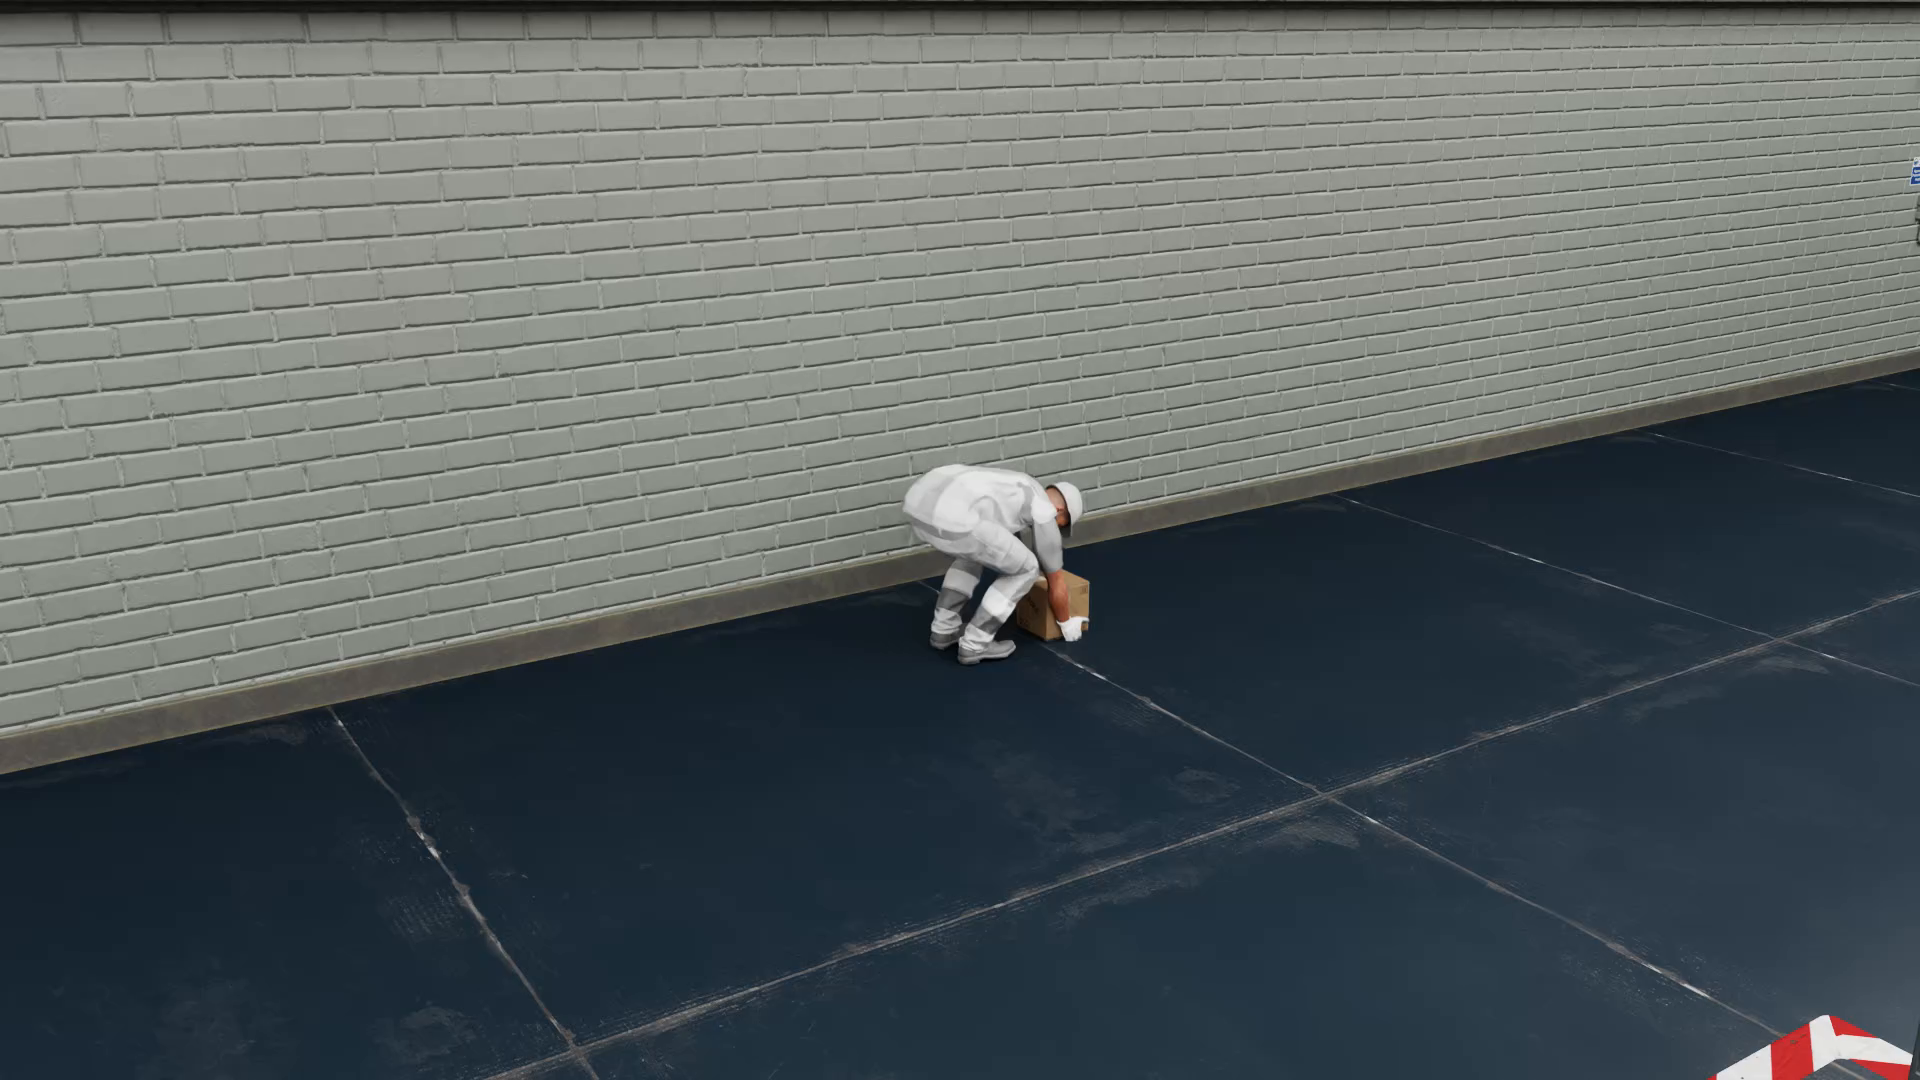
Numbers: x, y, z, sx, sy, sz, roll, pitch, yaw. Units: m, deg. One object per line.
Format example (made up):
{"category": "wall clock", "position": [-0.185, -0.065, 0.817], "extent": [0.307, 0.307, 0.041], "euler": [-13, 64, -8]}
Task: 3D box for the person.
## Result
{"category": "person", "position": [0.183, 0.066, 7.779], "extent": [0.956, 0.915, 0.535], "euler": [-12, 22, -34]}
